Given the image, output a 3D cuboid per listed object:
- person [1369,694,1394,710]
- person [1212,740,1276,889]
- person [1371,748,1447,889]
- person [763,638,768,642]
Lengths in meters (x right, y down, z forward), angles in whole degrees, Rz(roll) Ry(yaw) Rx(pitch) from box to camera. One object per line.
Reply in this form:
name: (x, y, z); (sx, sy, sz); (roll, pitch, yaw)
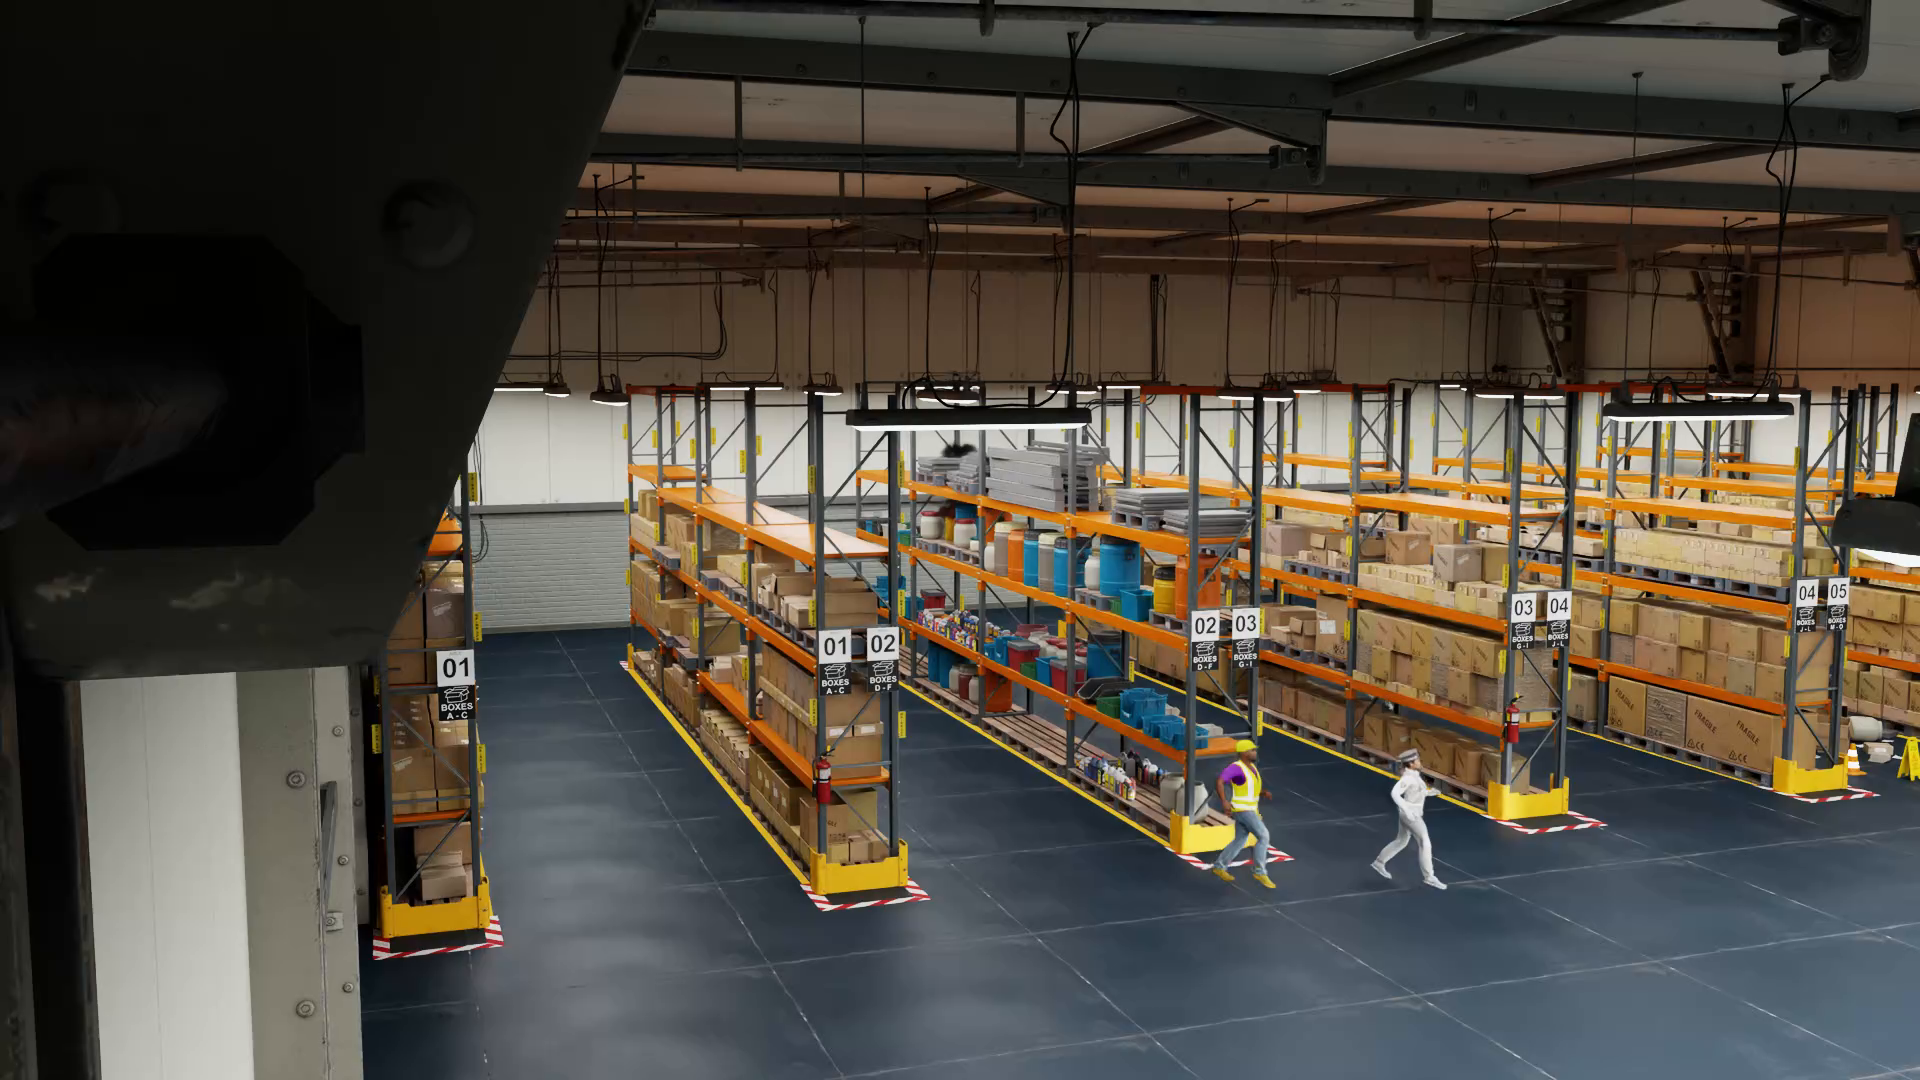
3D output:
person: (7.955, 2.279, 31.231); (0.557, 1.681, 0.892); (-2, 6, -22)
person: (3.544, 3.338, 20.481); (0.803, 1.752, 0.713); (2, 6, 21)
person: (5.490, 3.377, 20.284); (0.903, 1.709, 0.600); (1, 6, 11)
person: (-3.866, 1.834, 33.927); (0.749, 1.741, 0.867); (-3, 7, -29)
